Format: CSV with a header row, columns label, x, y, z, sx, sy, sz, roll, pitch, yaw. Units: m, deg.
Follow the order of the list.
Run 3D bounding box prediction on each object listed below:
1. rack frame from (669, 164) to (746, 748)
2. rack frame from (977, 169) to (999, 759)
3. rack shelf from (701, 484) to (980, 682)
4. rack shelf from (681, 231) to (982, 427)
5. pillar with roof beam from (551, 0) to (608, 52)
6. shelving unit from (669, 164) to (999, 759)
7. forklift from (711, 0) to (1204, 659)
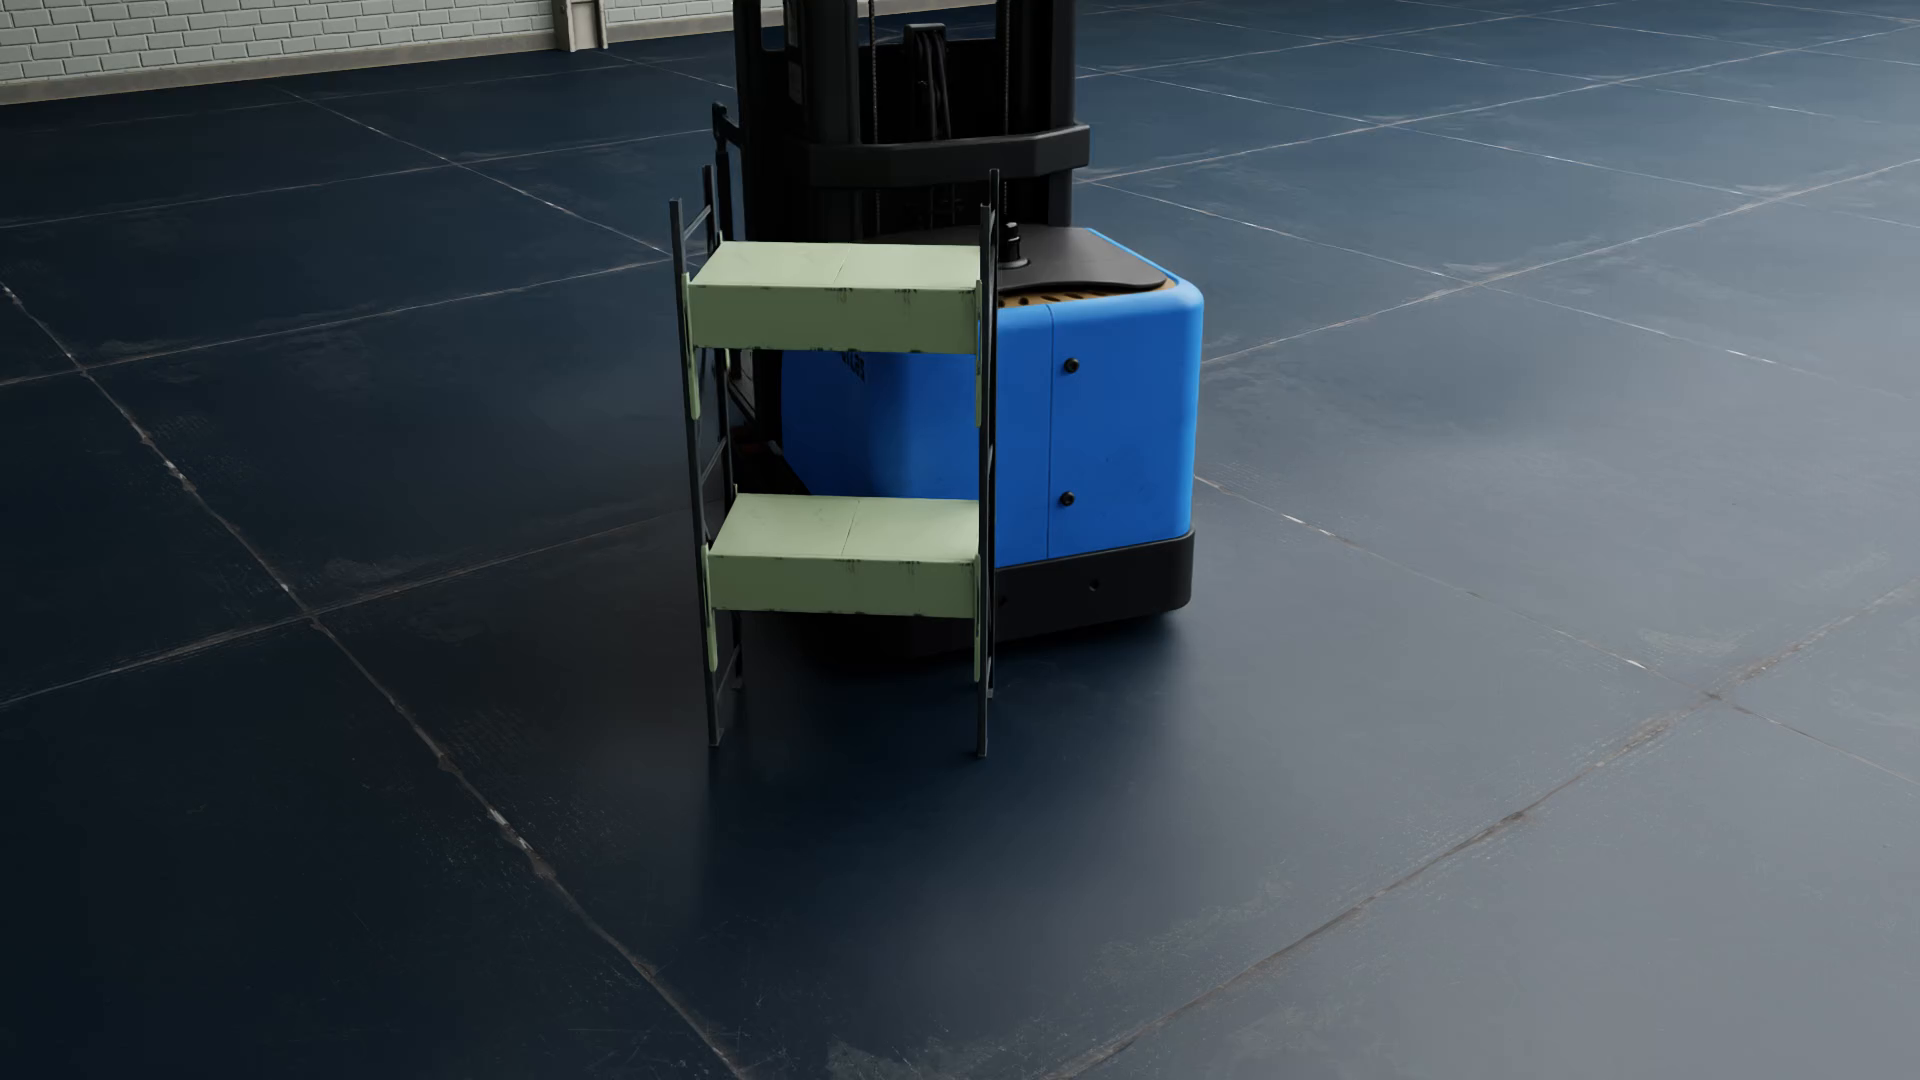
label,x,y,z,sx,sy,sz,roll,pitch,yaw
rack frame,-0.657,-0.199,4.396,0.023,1.500,0.400,2,25,4
rack frame,0.073,-0.176,4.347,0.023,1.500,0.400,2,25,4
rack shelf,-0.292,0.109,4.509,0.720,0.370,0.431,2,25,4
rack shelf,-0.292,-0.541,4.207,0.720,0.370,0.431,2,25,4
pillar with roof beam,-0.950,-7.351,10.900,0.400,9.000,9.100,-18,31,-34
shelving unit,-0.292,-0.187,4.372,0.755,1.500,0.431,2,25,4
forklift,-0.280,-1.579,5.671,1.130,2.935,3.031,-9,26,-19
